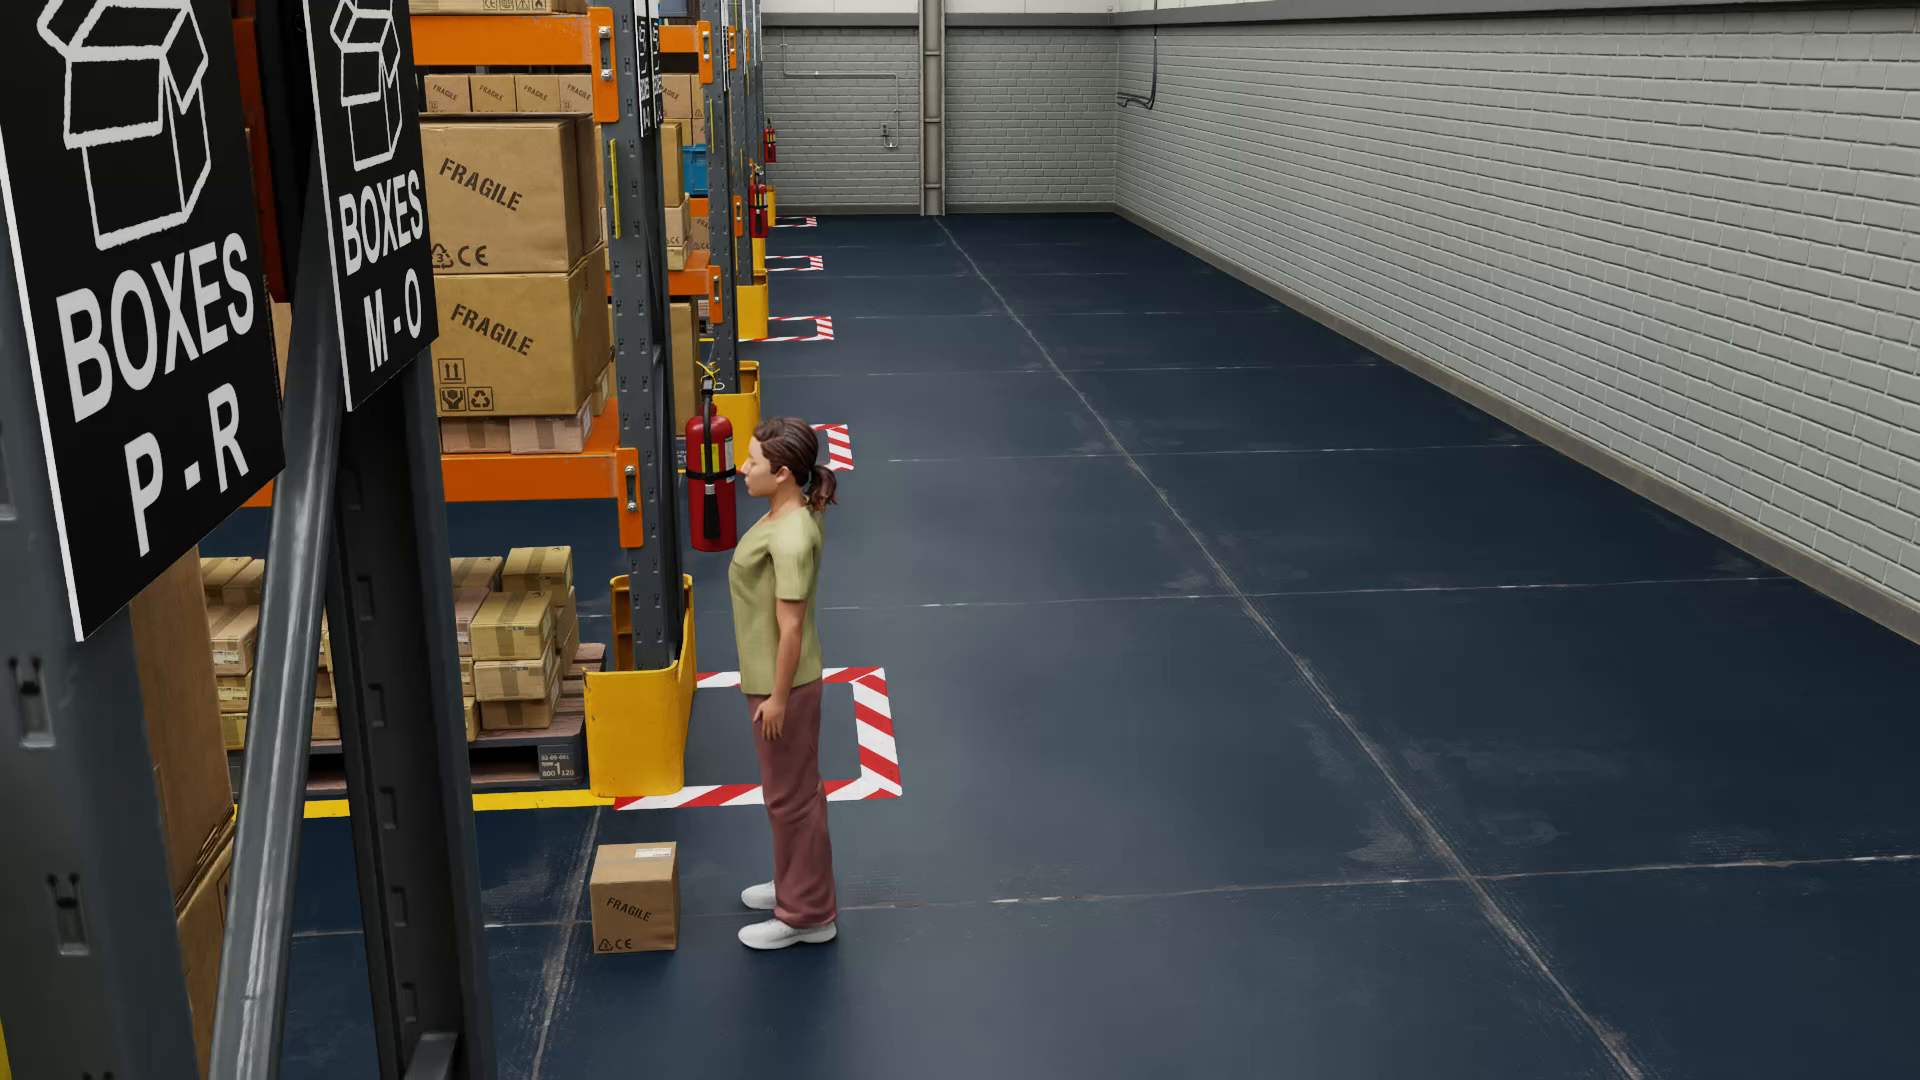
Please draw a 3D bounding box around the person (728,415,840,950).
[{"bbox_3d":[-0.531,0.441,5.098,0.354,1.673,0.440,-1,17,-4],"label":"person"}]
